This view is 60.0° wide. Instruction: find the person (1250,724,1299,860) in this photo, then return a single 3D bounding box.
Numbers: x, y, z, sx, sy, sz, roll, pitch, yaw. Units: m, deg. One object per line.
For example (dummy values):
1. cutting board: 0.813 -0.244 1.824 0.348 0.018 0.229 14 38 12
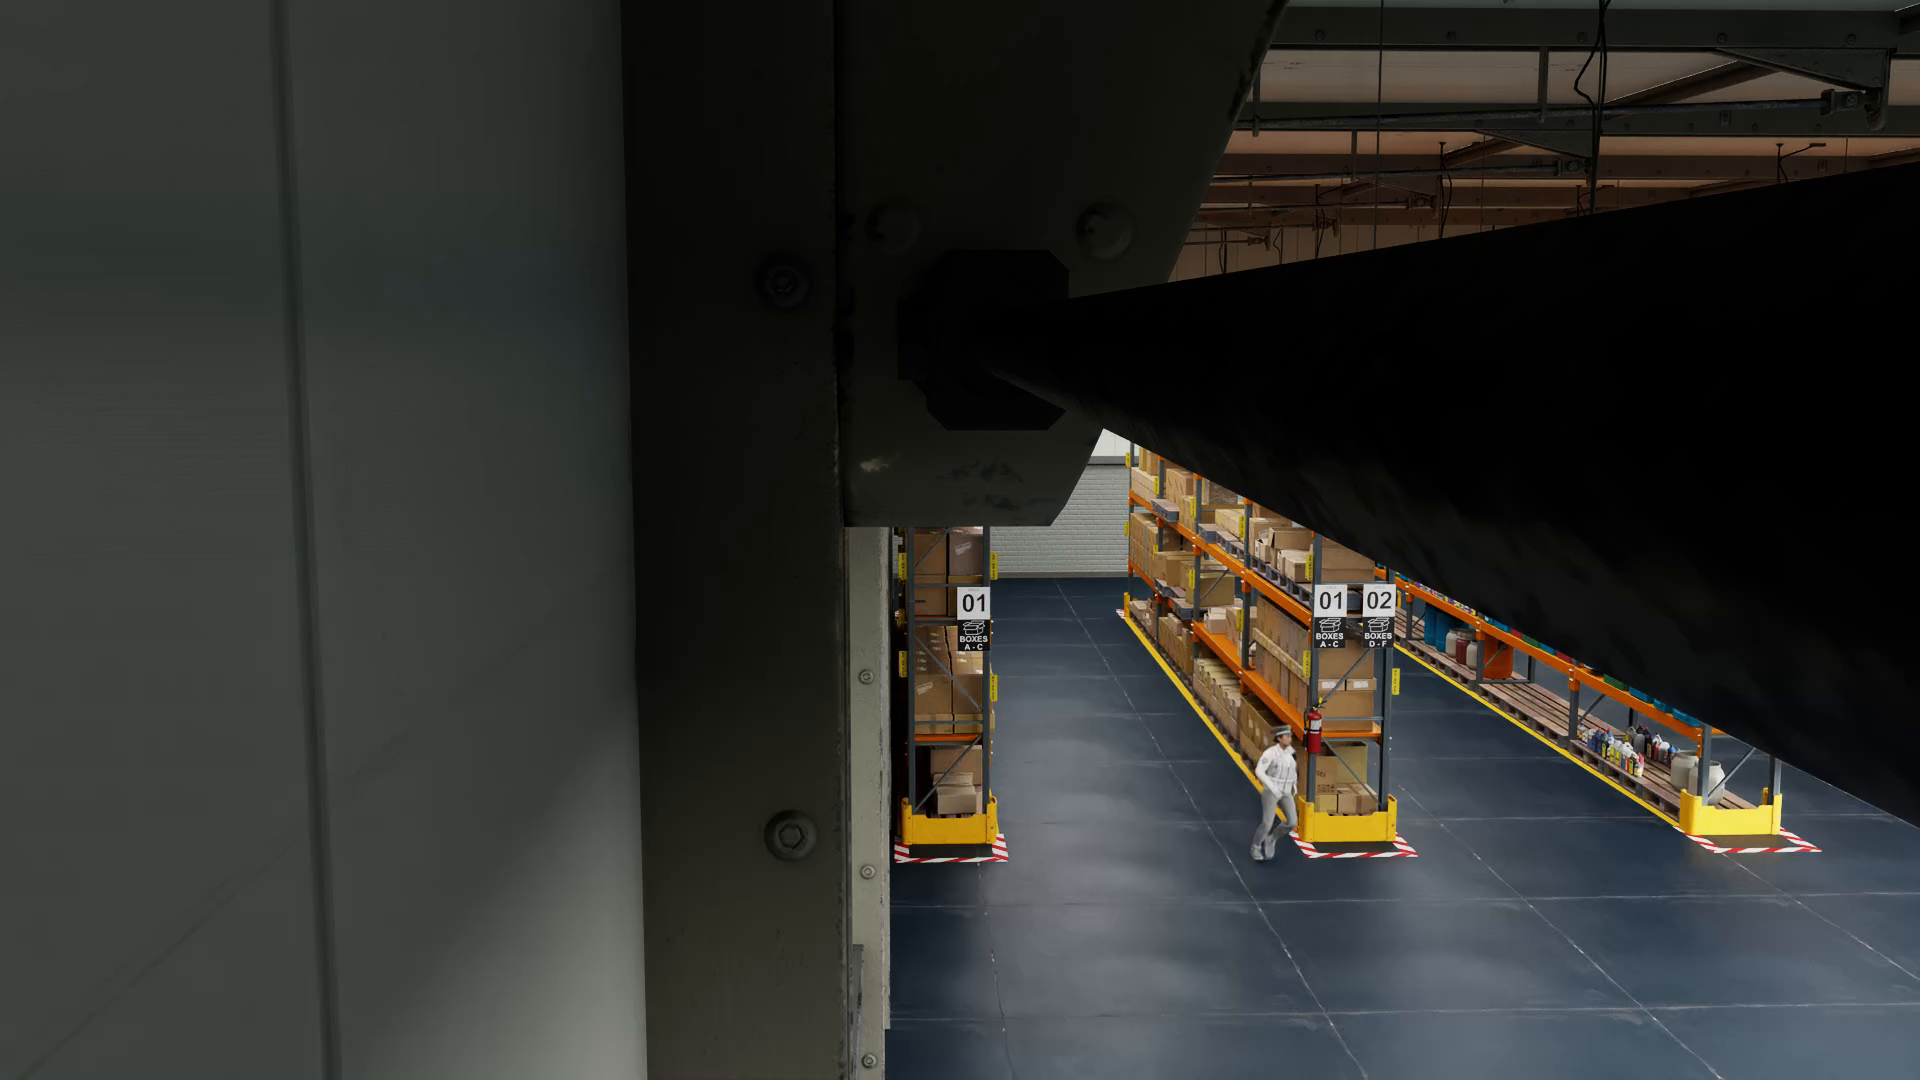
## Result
1. person: 3.812 2.991 19.750 0.679 1.634 0.548 -3 8 -25
